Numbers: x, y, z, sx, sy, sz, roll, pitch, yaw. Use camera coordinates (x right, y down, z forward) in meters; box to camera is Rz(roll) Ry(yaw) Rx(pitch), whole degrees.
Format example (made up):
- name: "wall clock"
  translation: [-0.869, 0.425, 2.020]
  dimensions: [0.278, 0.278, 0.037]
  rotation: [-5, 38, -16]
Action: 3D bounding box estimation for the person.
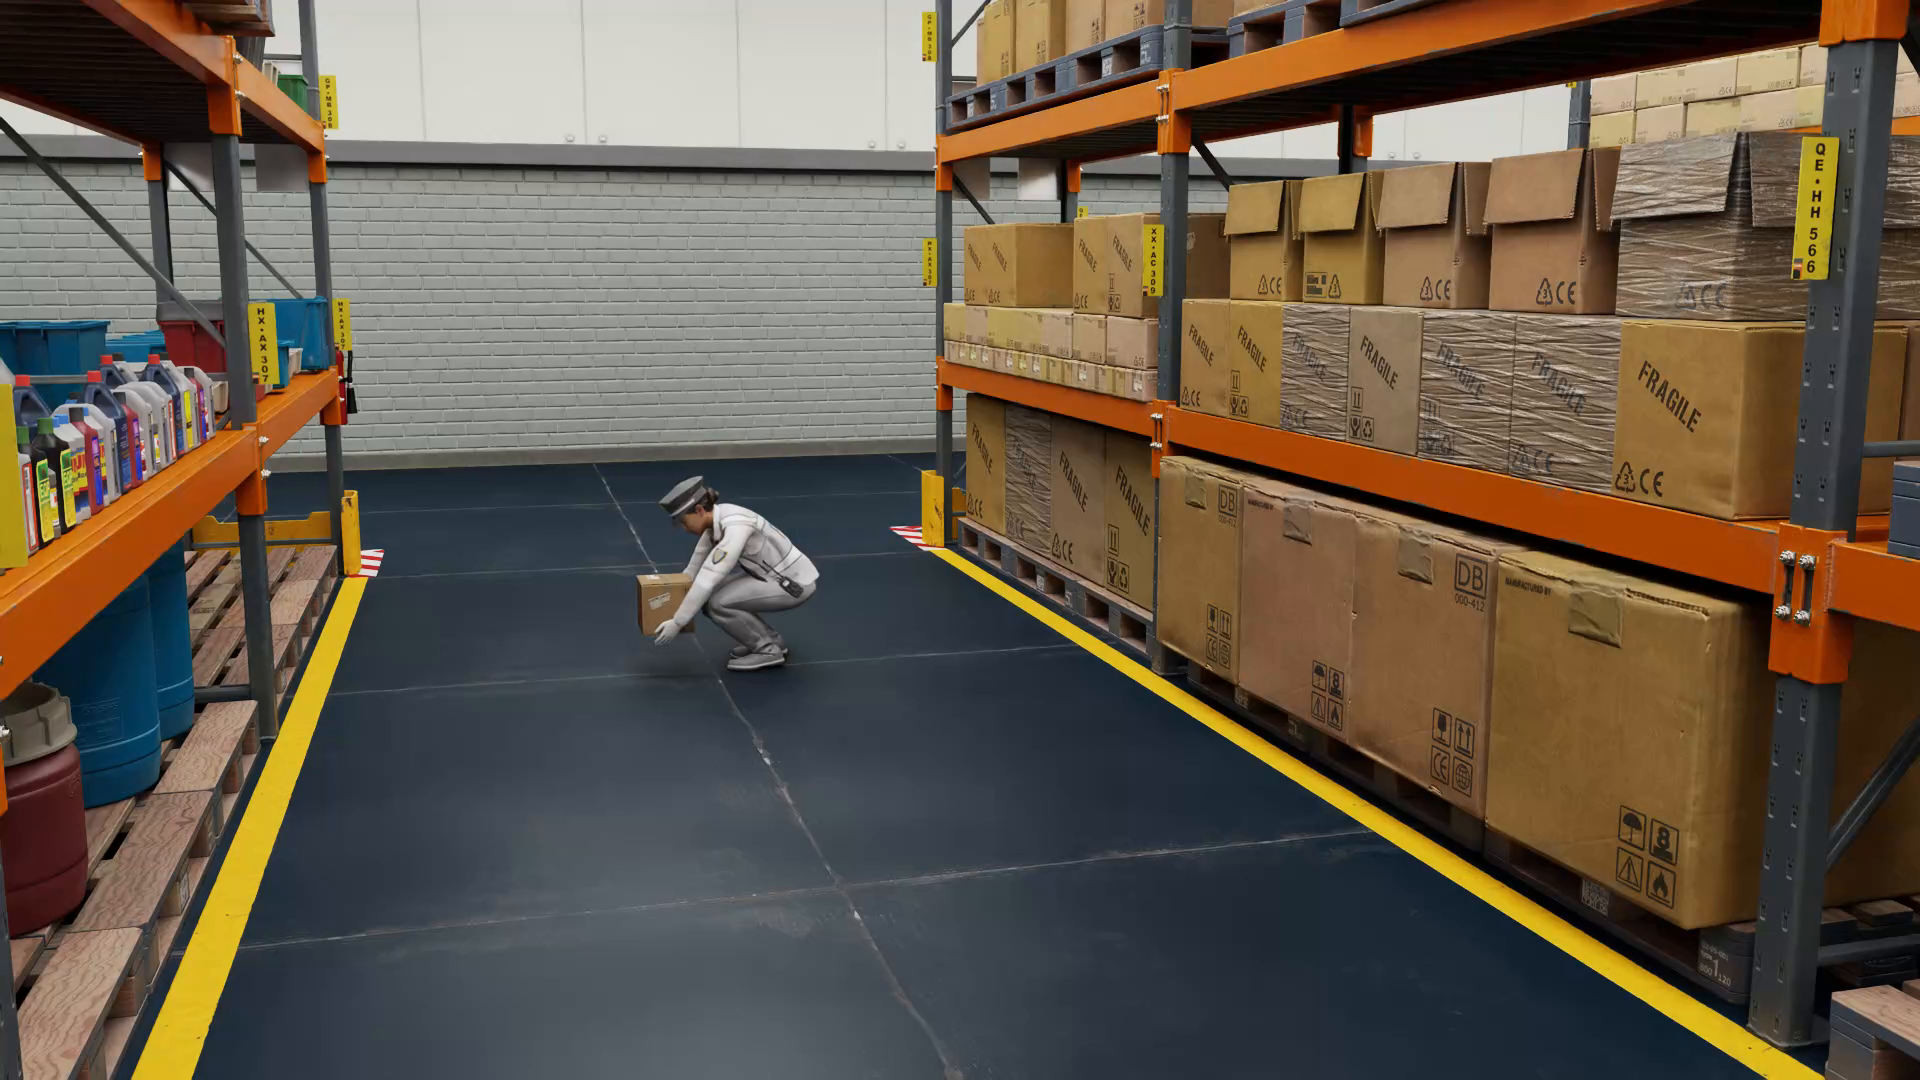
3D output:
- name: "person"
  translation: [-1.107, 0.151, 8.160]
  dimensions: [0.825, 0.961, 0.498]
  rotation: [-3, 10, -16]
